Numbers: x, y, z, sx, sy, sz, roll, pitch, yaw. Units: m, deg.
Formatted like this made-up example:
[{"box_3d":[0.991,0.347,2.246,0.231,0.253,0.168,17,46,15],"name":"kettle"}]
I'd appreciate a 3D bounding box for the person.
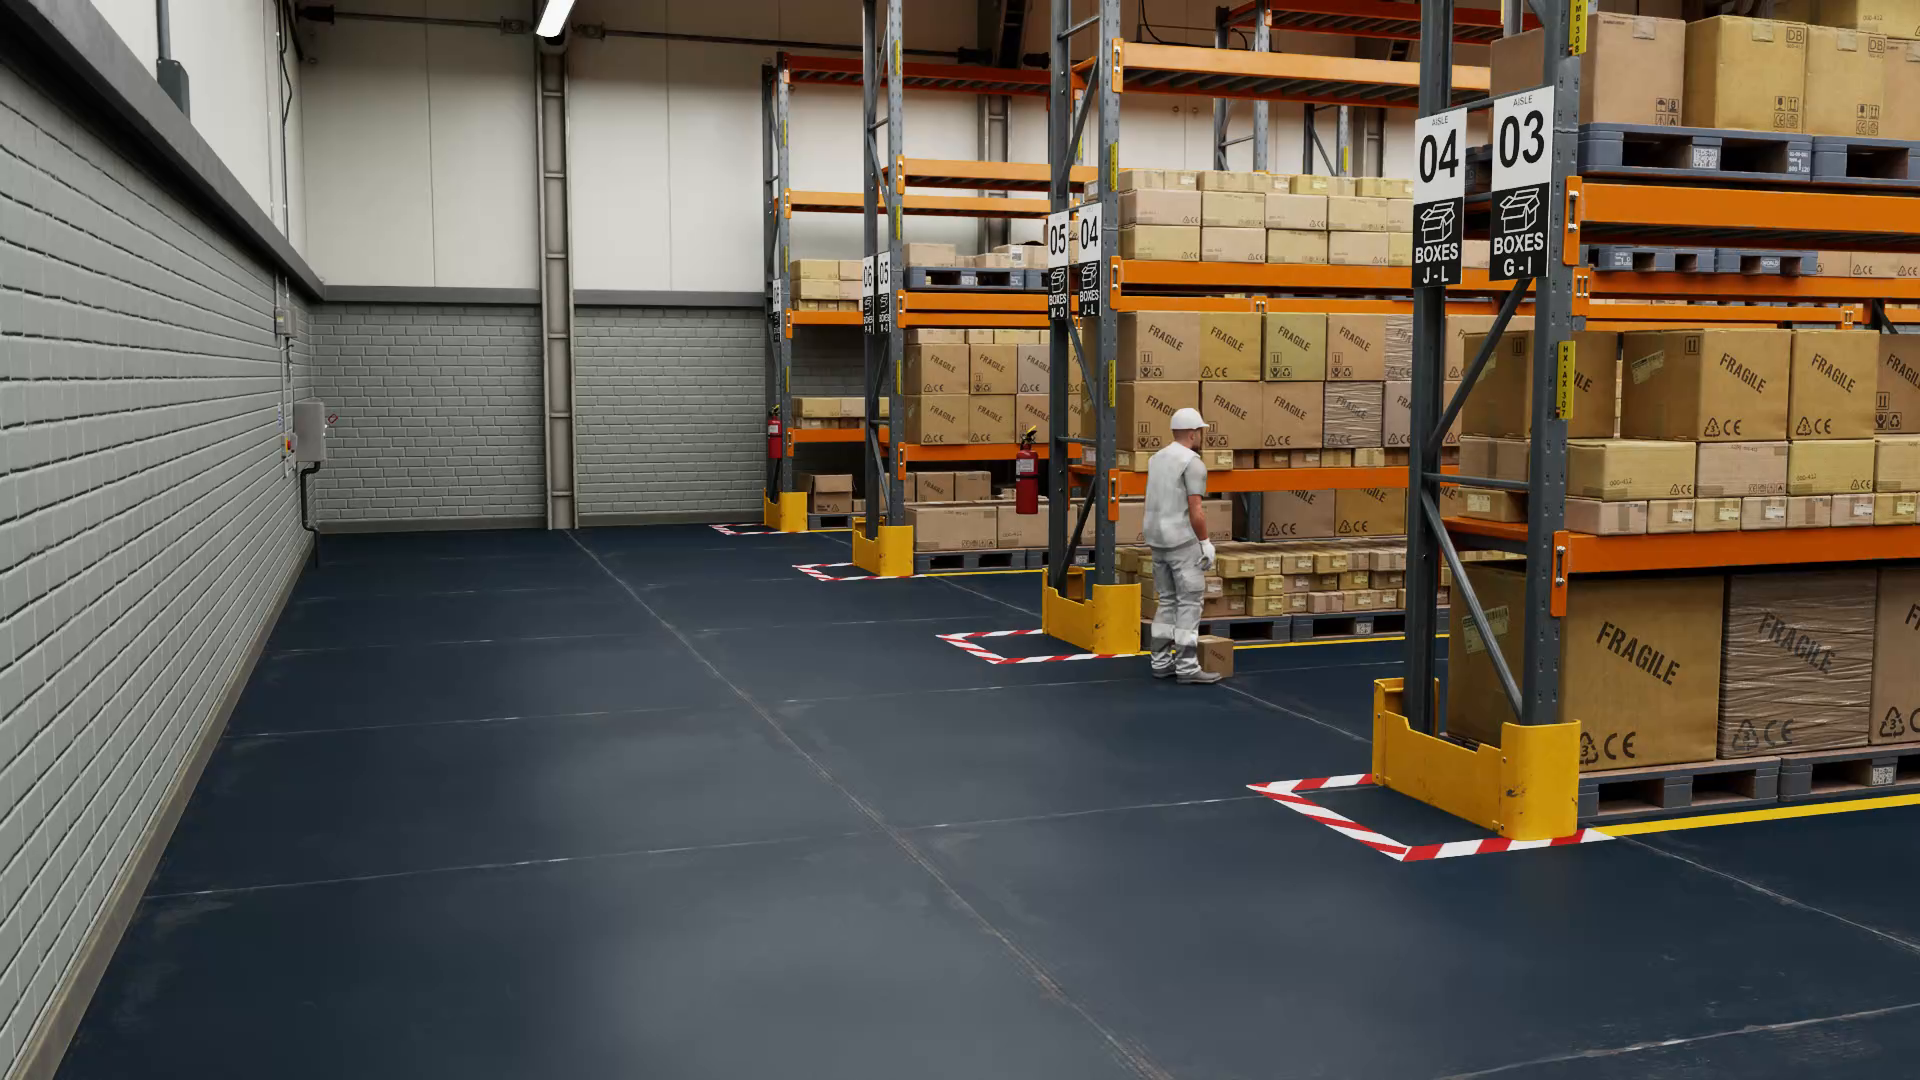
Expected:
[{"box_3d":[1.446,0.032,10.874,0.456,1.778,0.610,-3,6,-26],"name":"person"}]
